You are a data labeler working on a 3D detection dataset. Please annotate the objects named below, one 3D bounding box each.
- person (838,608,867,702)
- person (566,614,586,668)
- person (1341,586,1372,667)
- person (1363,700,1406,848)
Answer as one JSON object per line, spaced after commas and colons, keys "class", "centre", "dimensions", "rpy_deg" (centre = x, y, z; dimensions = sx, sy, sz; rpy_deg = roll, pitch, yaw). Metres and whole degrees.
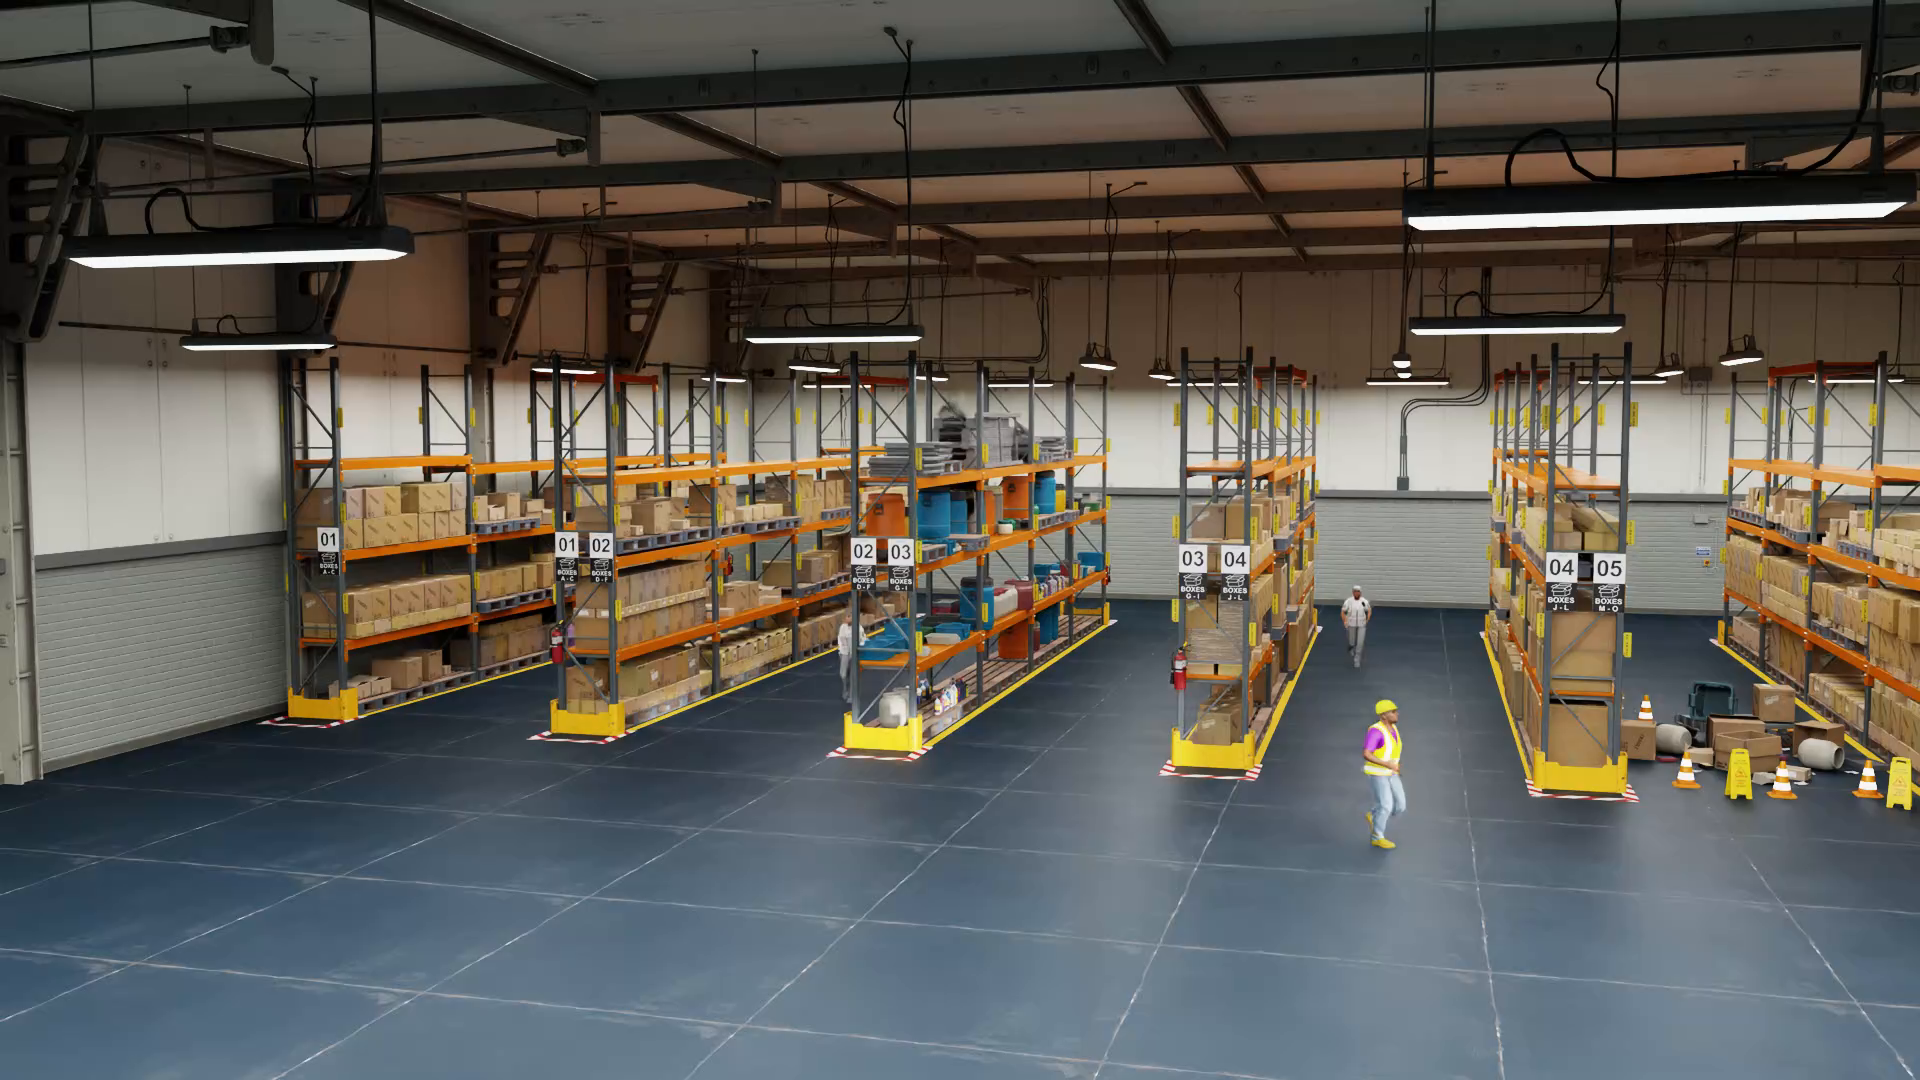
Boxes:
{"class": "person", "centre": [-1.927, 2.029, 29.180], "dimensions": [0.599, 1.666, 0.543], "rpy_deg": [1, 4, 16]}
{"class": "person", "centre": [-6.811, 2.051, 29.380], "dimensions": [0.508, 1.554, 0.690], "rpy_deg": [0, 4, 6]}
{"class": "person", "centre": [8.023, 1.733, 33.650], "dimensions": [0.616, 1.632, 0.599], "rpy_deg": [1, 4, 9]}
{"class": "person", "centre": [4.938, 2.720, 19.356], "dimensions": [0.612, 1.732, 0.683], "rpy_deg": [4, 6, 44]}
